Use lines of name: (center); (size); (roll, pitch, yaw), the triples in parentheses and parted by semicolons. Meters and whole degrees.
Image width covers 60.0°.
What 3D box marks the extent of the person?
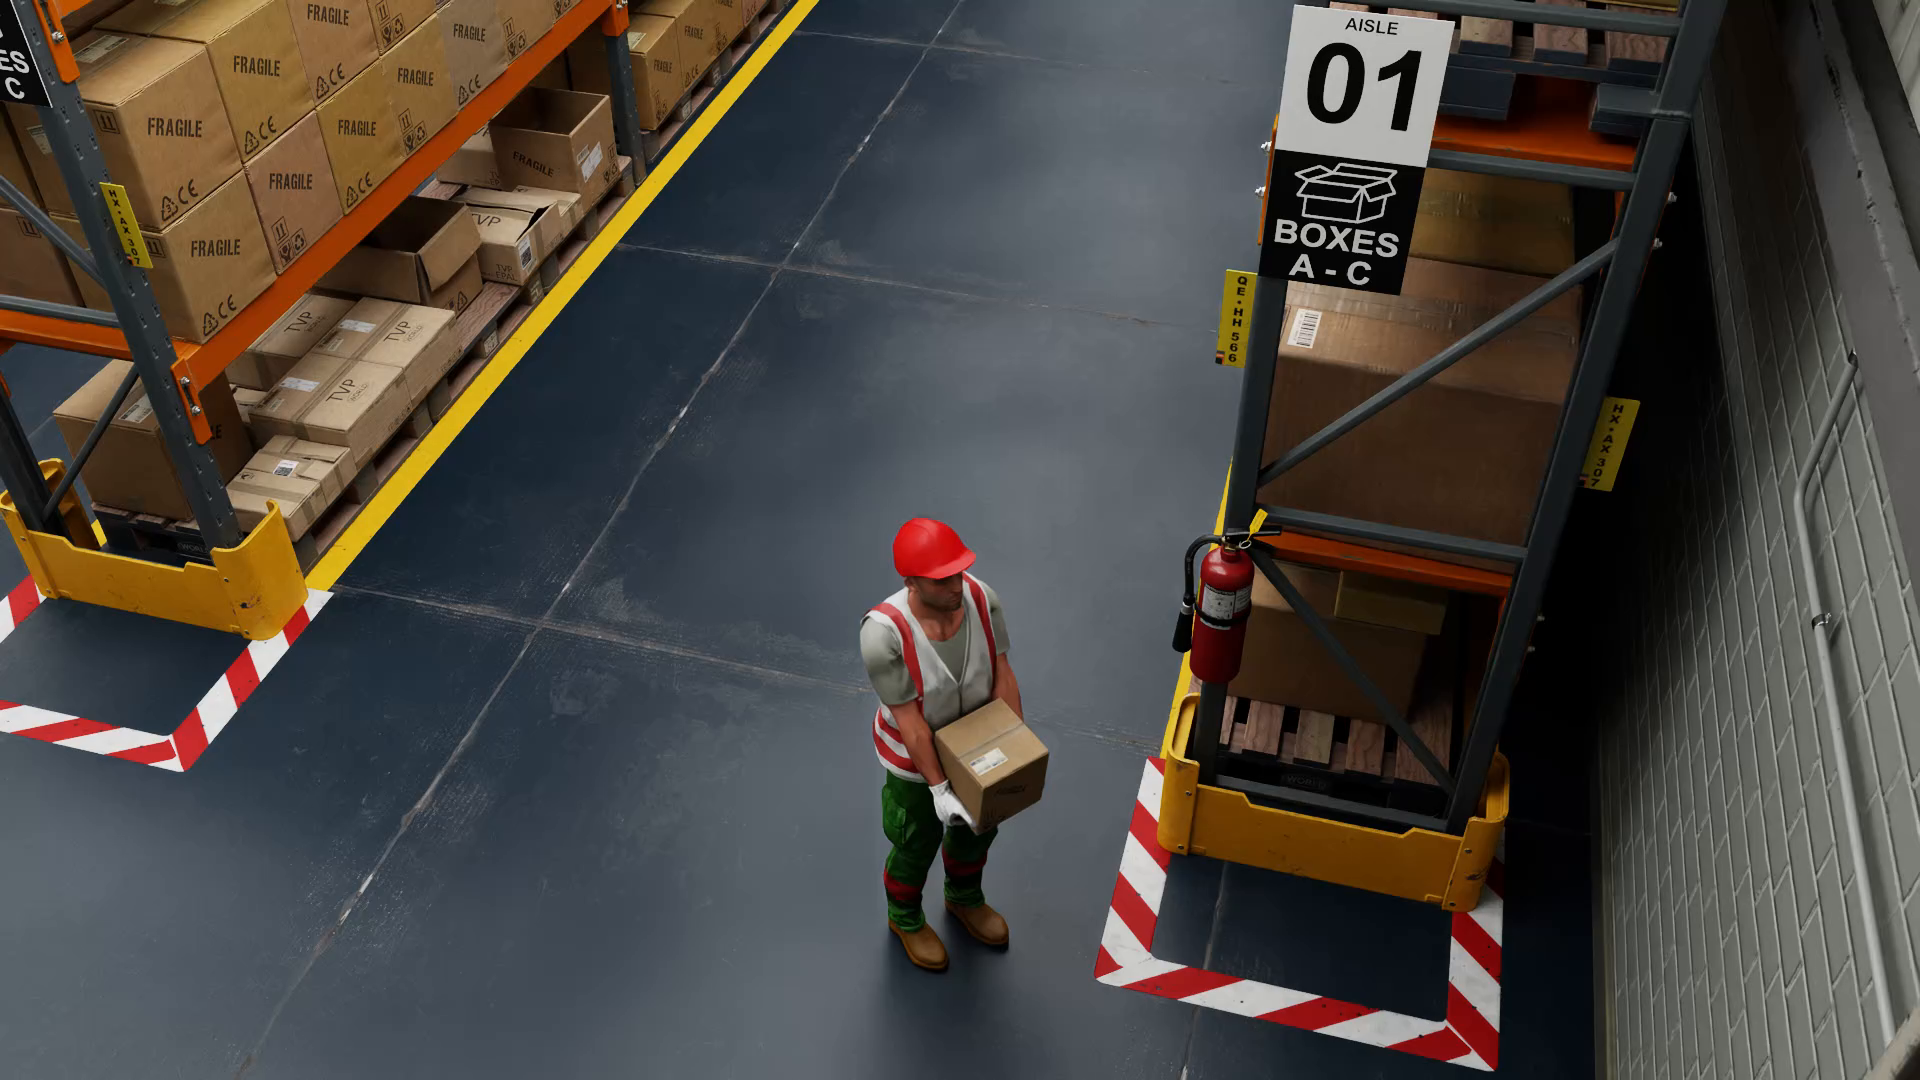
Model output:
person: (-0.001, 0.720, 5.304); (0.494, 1.783, 0.568); (-25, 47, -26)
